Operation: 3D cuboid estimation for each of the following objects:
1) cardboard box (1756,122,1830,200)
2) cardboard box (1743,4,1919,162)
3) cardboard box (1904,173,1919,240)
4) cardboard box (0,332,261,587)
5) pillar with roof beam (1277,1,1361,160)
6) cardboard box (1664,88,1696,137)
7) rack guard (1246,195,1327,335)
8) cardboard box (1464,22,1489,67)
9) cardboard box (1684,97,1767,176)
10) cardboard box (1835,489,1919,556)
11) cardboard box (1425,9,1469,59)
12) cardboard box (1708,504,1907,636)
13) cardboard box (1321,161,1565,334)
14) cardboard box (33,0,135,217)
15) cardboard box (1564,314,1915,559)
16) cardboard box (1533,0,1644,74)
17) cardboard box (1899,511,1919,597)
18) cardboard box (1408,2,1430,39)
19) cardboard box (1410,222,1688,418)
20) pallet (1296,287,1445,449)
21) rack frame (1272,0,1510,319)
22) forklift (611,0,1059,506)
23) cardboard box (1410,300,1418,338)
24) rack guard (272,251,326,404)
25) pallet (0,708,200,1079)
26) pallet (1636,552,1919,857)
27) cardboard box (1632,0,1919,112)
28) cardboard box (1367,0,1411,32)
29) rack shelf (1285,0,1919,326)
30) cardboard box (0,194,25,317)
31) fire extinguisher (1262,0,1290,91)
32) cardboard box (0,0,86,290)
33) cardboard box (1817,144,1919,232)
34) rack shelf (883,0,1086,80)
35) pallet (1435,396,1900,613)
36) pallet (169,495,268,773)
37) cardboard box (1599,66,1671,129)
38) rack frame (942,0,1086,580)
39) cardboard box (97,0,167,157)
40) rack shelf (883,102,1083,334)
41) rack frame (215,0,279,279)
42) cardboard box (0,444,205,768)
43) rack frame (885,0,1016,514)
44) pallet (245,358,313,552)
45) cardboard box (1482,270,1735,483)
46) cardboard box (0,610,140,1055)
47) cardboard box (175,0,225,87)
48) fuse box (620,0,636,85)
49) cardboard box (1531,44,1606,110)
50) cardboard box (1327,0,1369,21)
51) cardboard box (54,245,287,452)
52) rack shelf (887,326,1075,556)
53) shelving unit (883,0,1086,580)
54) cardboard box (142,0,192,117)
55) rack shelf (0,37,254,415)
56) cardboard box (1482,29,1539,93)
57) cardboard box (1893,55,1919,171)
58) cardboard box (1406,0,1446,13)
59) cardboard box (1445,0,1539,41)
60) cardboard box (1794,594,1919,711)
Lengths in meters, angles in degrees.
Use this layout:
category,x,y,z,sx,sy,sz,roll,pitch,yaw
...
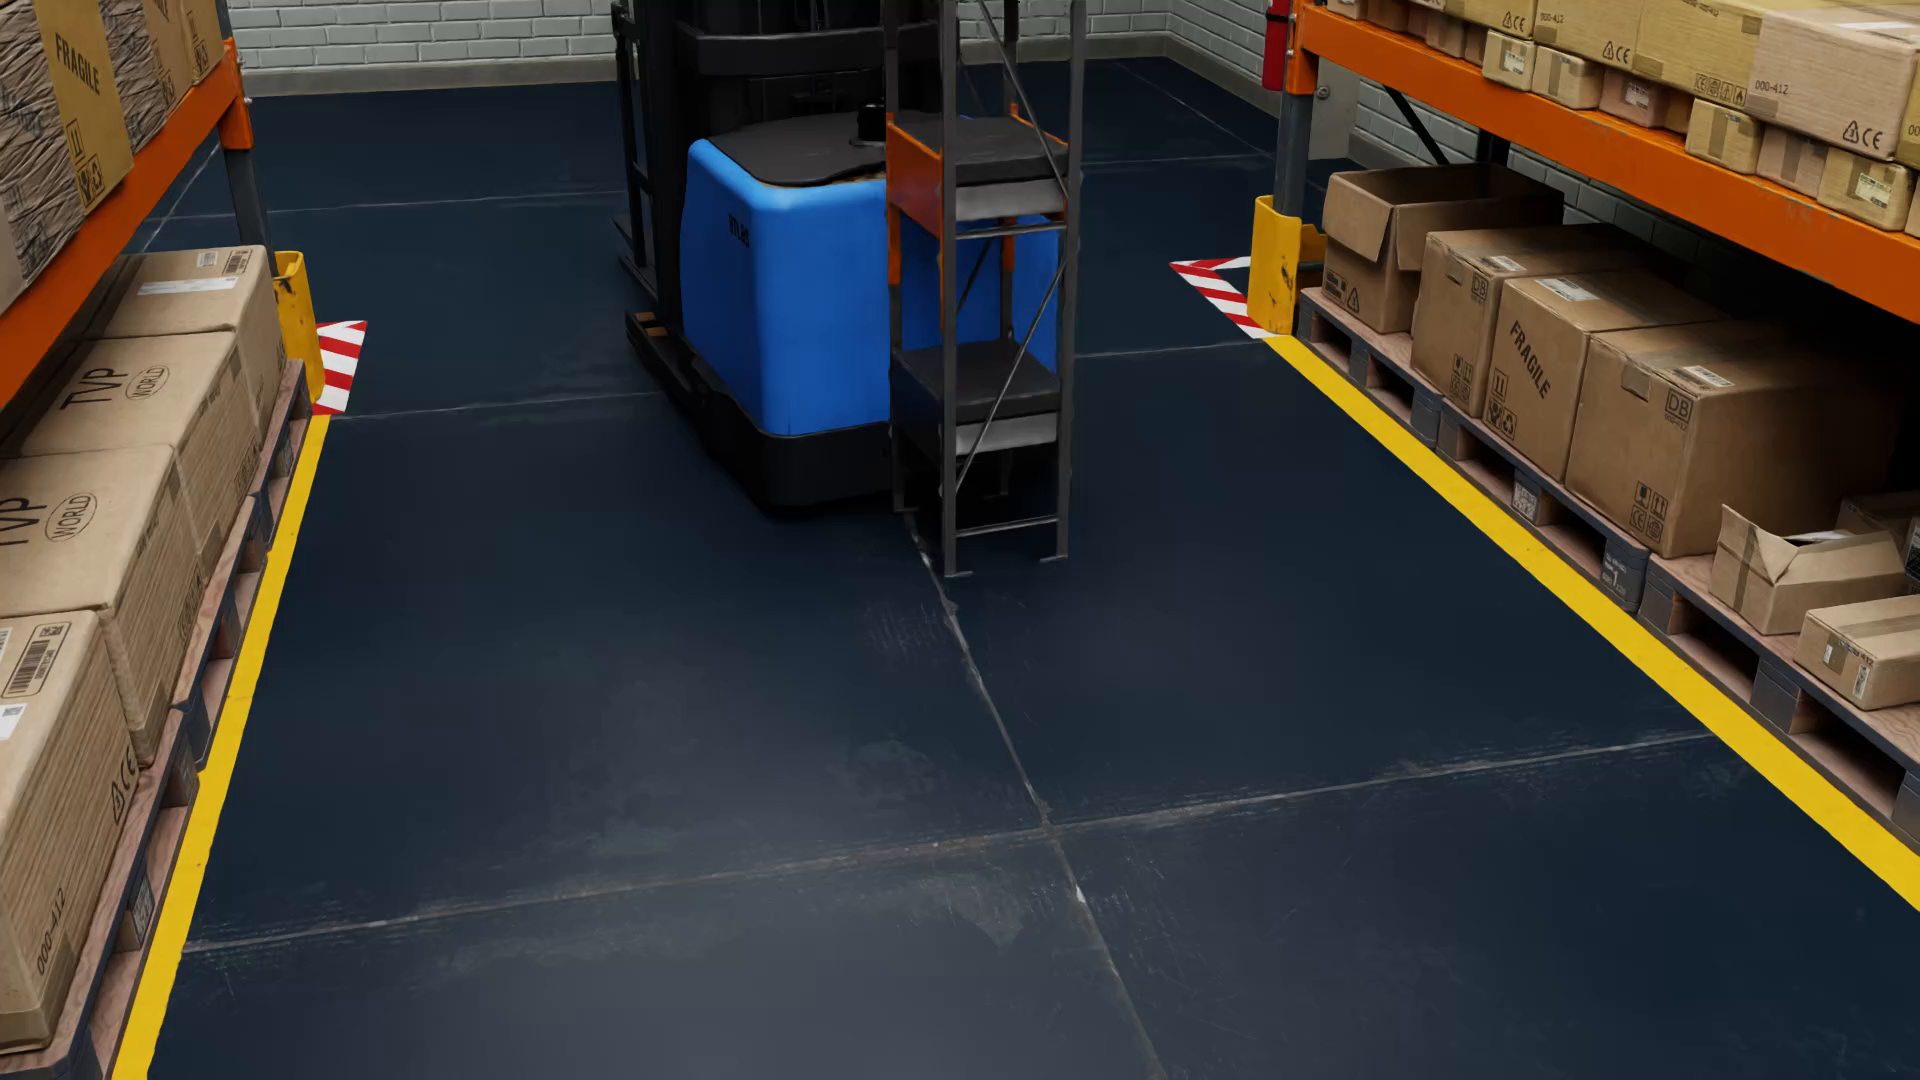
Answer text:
category,x,y,z,sx,sy,sz,roll,pitch,yaw
cardboard box,2.205,-0.945,4.071,0.380,0.149,0.250,-5,27,-10
cardboard box,2.238,-1.084,3.905,0.500,0.250,0.500,-6,27,-11
cardboard box,2.320,-0.715,3.617,0.380,0.149,0.250,-5,27,-10
cardboard box,-2.558,-0.214,4.723,0.875,0.438,0.875,-5,27,-10
pillar with roof beam,-2.107,-5.873,6.899,9.100,9.000,0.400,-6,27,-12
cardboard box,2.171,-1.179,4.535,0.380,0.149,0.250,-6,27,-11
rack guard,1.833,-1.207,7.087,1.175,0.500,0.348,-6,27,-12
cardboard box,1.881,-1.620,5.410,0.380,0.149,0.250,-6,27,-11
cardboard box,2.120,-1.054,4.288,0.380,0.149,0.250,-6,27,-12
cardboard box,2.701,-0.020,4.658,0.380,0.149,0.250,-6,27,-12
cardboard box,1.816,-1.736,5.640,0.380,0.149,0.250,-5,27,-10
cardboard box,2.226,0.061,4.369,0.396,0.266,0.258,-5,27,-10
cardboard box,1.862,-1.152,6.507,0.797,0.503,0.637,-7,28,-14
cardboard box,-2.299,-1.039,3.868,0.500,0.500,0.500,-5,27,-10
cardboard box,2.251,-0.315,4.854,0.700,0.500,0.500,-7,28,-14
cardboard box,2.023,-1.530,4.789,0.500,0.250,0.500,-7,28,-13
cardboard box,2.799,0.098,4.245,0.500,0.311,0.500,-5,27,-10
cardboard box,1.819,-1.854,5.872,0.380,0.149,0.250,-6,27,-12
cardboard box,2.017,-0.771,5.757,0.700,0.500,0.500,-5,27,-9
pallet,2.014,-0.729,6.459,1.003,0.211,1.213,-6,27,-12
rack frame,1.816,-2.357,6.590,1.000,3.000,0.127,-6,27,-12
forklift,-0.710,-2.056,6.070,1.130,2.935,3.031,-11,29,-21
cardboard box,1.920,-0.803,6.210,0.380,0.149,0.250,-7,28,-14
rack guard,-3.024,-0.746,6.173,1.175,0.500,0.348,-6,27,-12
pallet,-2.212,0.808,3.415,1.003,0.211,1.213,-6,27,-12
pallet,2.564,0.343,4.337,1.003,0.211,1.213,-6,27,-12
cardboard box,2.139,-1.304,4.341,0.500,0.250,0.500,-6,27,-12
cardboard box,1.726,-1.965,6.094,0.380,0.149,0.250,-5,27,-10
rack shelf,2.267,-1.158,5.013,1.077,0.370,4.000,-6,27,-12
cardboard box,-2.077,-0.594,2.986,0.500,0.500,0.500,-6,27,-11
fire extinguisher,1.333,-2.173,6.727,0.296,0.674,0.183,-6,27,-12
cardboard box,-2.183,-0.813,3.420,0.500,0.500,0.500,-6,27,-11
cardboard box,2.238,-0.827,3.838,0.380,0.149,0.250,-5,27,-10
rack shelf,0.059,-1.568,4.500,0.431,0.518,0.480,-9,28,-18
pallet,2.286,-0.194,5.400,1.003,0.211,1.213,-6,27,-12
pallet,-2.491,0.271,4.478,1.003,0.211,1.213,-6,27,-12
cardboard box,2.070,-1.282,4.740,0.380,0.149,0.250,-6,27,-12
rack frame,0.142,-0.852,4.602,0.400,2.100,0.015,-9,28,-18
cardboard box,-2.428,-1.264,4.315,0.500,0.500,0.500,-5,27,-10
rack shelf,0.058,-0.942,4.813,0.431,0.518,0.480,-9,28,-18
rack frame,-3.019,-1.851,5.588,1.000,3.000,0.127,-6,27,-12
cardboard box,-2.357,0.182,3.938,0.875,0.438,0.875,-7,28,-13
rack frame,-0.026,-1.057,5.012,0.400,2.100,0.015,-9,28,-18
pallet,-2.762,-0.263,5.537,1.003,0.211,1.213,-6,27,-12
cardboard box,2.038,-0.529,5.277,0.500,0.500,0.500,-5,27,-11
cardboard box,-2.154,0.575,3.160,0.875,0.438,0.875,-6,27,-12
cardboard box,-2.652,-1.711,5.200,0.500,0.500,0.500,-6,27,-11
fuse box,-2.233,-3.898,11.074,0.539,1.711,0.414,-6,27,-12
cardboard box,1.944,-1.388,4.950,0.380,0.149,0.250,-5,27,-10
cardboard box,1.623,-2.072,6.306,0.380,0.149,0.250,-6,27,-12
cardboard box,-2.773,-0.615,5.517,0.875,0.438,0.875,-7,28,-13
rack shelf,0.057,-0.316,5.126,0.431,0.518,0.480,-9,28,-18
shelving unit,0.058,-0.954,4.807,0.431,2.100,0.503,-9,28,-18
cardboard box,-2.554,-1.489,4.760,0.500,0.500,0.500,-7,28,-13
rack shelf,-2.568,-0.652,4.011,1.077,0.370,4.000,-6,27,-12
cardboard box,1.865,-1.502,5.175,0.380,0.149,0.250,-7,28,-13
cardboard box,2.365,-0.865,3.472,0.500,0.250,0.500,-5,27,-10
cardboard box,1.770,-1.975,5.670,0.500,0.250,0.500,-6,27,-11
cardboard box,1.887,-1.753,5.230,0.500,0.250,0.500,-6,27,-13
cardboard box,2.306,0.270,4.085,0.380,0.149,0.250,-7,28,-13
